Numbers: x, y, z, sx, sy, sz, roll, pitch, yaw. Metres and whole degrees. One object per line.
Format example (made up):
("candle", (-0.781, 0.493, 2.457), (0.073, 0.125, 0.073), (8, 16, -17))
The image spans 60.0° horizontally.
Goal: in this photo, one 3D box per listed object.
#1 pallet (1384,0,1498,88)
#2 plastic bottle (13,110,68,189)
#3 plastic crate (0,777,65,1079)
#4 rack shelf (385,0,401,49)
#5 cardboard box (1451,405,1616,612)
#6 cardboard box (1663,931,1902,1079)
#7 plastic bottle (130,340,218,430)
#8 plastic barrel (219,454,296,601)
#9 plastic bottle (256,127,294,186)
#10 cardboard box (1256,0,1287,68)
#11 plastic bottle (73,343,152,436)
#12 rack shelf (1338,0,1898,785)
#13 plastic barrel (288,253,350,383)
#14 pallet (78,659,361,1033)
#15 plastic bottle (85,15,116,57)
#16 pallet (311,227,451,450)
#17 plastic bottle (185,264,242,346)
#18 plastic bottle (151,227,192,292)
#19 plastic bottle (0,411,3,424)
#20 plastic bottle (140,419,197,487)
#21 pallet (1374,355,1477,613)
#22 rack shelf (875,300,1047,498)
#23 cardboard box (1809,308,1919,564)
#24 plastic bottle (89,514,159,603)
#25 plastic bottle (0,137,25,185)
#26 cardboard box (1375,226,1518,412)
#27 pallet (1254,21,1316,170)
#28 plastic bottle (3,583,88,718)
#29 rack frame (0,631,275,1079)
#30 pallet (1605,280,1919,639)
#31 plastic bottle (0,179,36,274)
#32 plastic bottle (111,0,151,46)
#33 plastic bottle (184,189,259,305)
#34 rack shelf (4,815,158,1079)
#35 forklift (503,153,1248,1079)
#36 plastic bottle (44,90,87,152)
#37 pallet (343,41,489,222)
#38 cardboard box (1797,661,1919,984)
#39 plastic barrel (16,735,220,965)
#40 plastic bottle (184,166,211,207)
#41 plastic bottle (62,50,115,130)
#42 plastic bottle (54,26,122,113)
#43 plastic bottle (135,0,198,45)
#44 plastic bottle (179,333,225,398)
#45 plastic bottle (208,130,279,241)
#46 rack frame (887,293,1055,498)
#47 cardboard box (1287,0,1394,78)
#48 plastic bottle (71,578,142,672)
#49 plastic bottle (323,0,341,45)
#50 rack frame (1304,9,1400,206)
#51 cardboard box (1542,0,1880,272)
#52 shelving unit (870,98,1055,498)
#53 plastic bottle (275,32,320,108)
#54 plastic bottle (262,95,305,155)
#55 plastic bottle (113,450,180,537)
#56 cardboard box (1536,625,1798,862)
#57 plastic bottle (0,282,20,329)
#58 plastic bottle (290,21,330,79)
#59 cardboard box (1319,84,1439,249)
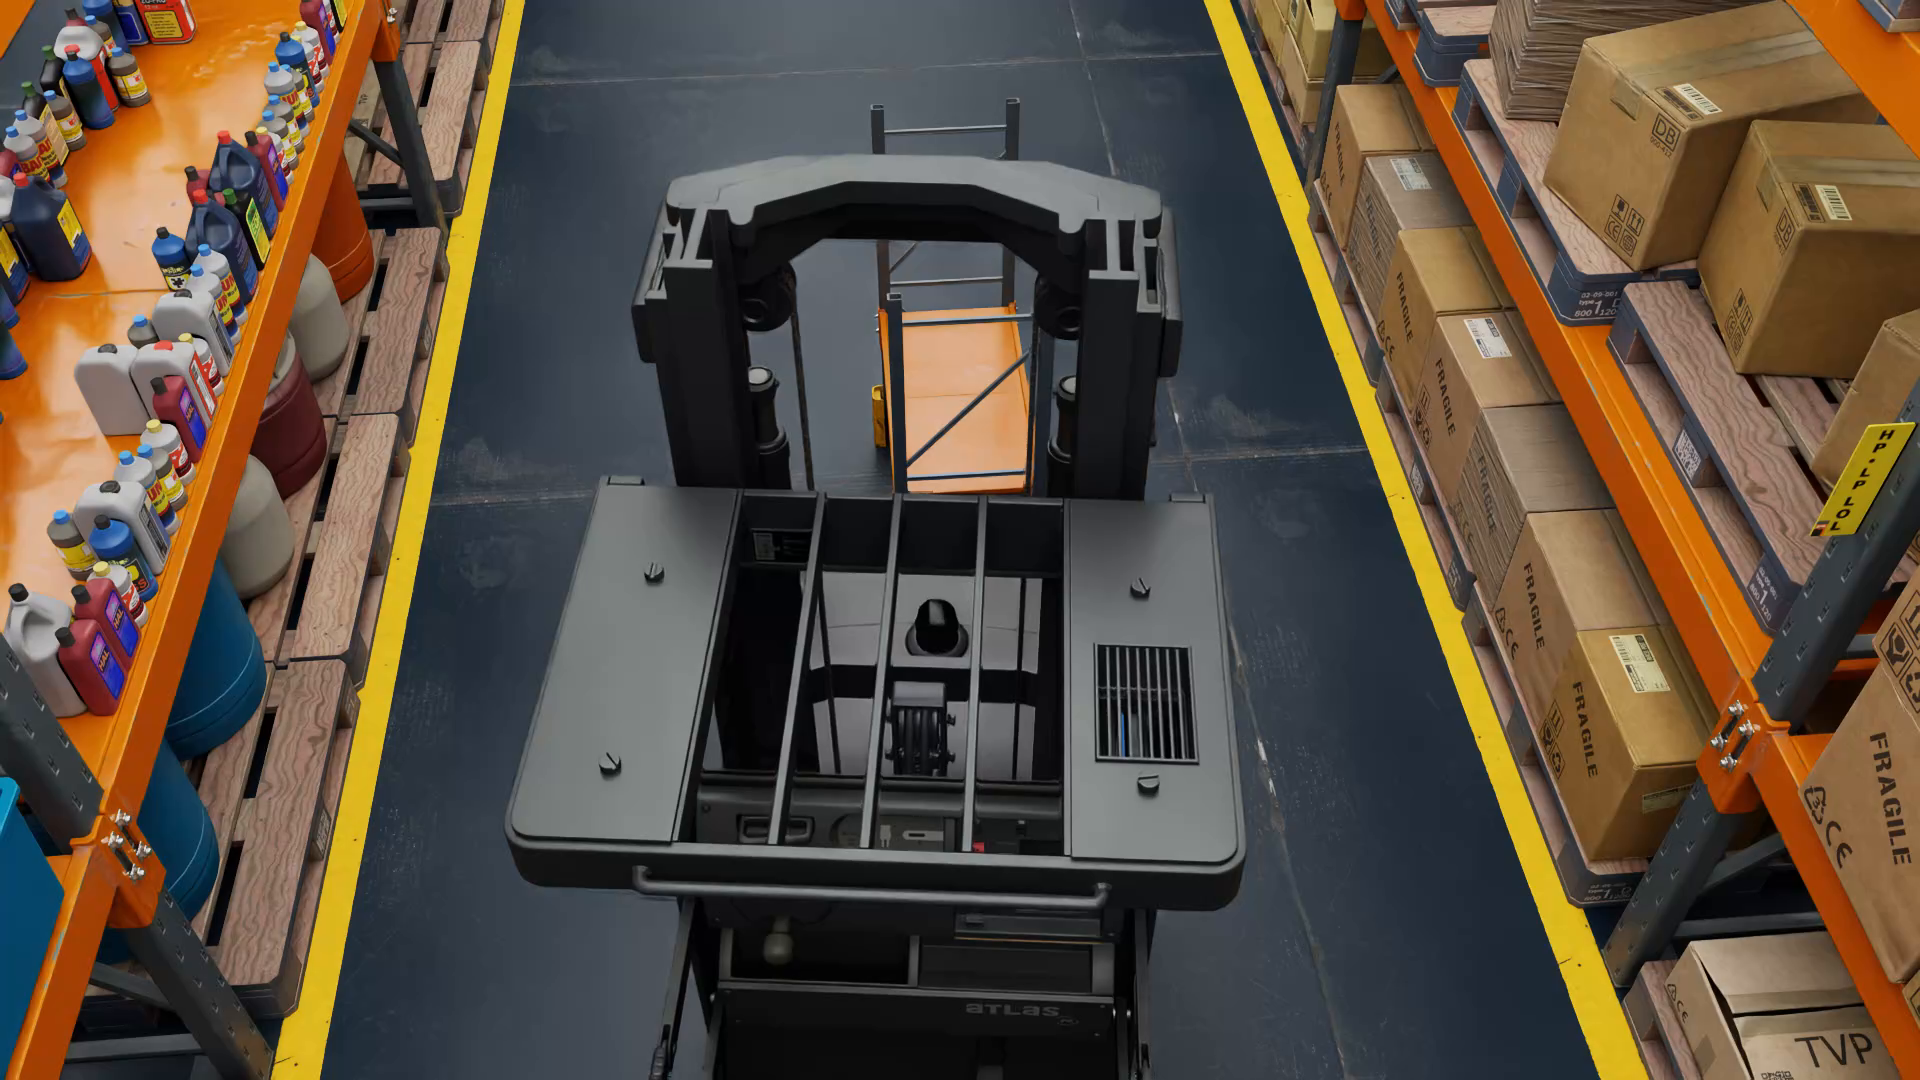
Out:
("pallet", (2.243, -2.104, 6.308), (1.213, 0.211, 1.003), (-3, 47, -3))
("plastic bottle", (-3.054, -1.297, 5.501), (0.097, 0.271, 0.097), (0, 47, 0))
("plastic crate", (-2.106, 0.839, 3.359), (0.392, 0.384, 0.575), (-3, 47, -3))
("rack shelf", (-2.988, -3.557, 8.048), (1.077, 0.370, 4.000), (-3, 47, -3))
("cardboard box", (2.049, -0.114, 5.711), (0.500, 0.500, 0.500), (-3, 47, -3))
("cardboard box", (2.271, 1.329, 4.475), (0.500, 0.311, 0.500), (-3, 47, -3))
("plastic bottle", (-2.222, -0.449, 4.694), (0.152, 0.276, 0.135), (-3, 47, -3))
("plastic barrel", (-2.531, -0.073, 5.678), (0.421, 0.512, 0.421), (0, 47, 0))
("plastic bottle", (-2.293, -1.278, 5.531), (0.097, 0.201, 0.097), (0, 47, 0))
("cardboard box", (1.782, -2.593, 8.244), (0.500, 0.250, 0.500), (-4, 47, -4))
("plastic bottle", (-2.374, -0.439, 4.686), (0.152, 0.276, 0.135), (-3, 47, -3))
("rack shelf", (2.283, -0.961, 5.590), (1.077, 0.370, 4.000), (-3, 47, -3))
("plastic barrel", (-2.626, -0.890, 6.451), (0.421, 0.512, 0.421), (0, 47, 0))
("pallet", (-2.508, 0.935, 5.219), (1.003, 0.211, 1.213), (-3, 47, -3))
("plastic bottle", (-3.116, -1.800, 6.026), (0.097, 0.201, 0.097), (0, 47, 0))
("pallet", (-2.713, -0.831, 6.891), (1.003, 0.211, 1.213), (-3, 47, -3))
("plastic bottle", (-2.224, -0.700, 4.936), (0.097, 0.271, 0.097), (0, 47, 0))
("plastic bottle", (-2.384, -0.832, 5.061), (0.097, 0.271, 0.097), (0, 47, 0))
("plastic bottle", (-2.802, -0.432, 4.682), (0.097, 0.271, 0.097), (0, 47, 0))
("plastic bottle", (-2.174, -0.244, 4.552), (0.097, 0.201, 0.097), (0, 47, 0))
("pallet", (2.240, -0.274, 6.364), (1.003, 0.211, 1.213), (-3, 47, -3))
("rack shelf", (-0.007, -0.454, 5.895), (0.538, 0.185, 1.000), (-3, 47, -3))
("cardboard box", (2.634, -0.297, 4.107), (0.700, 0.500, 0.500), (-18, 49, -16))
("plastic bottle", (-2.138, 0.040, 4.234), (0.097, 0.271, 0.097), (0, 47, 0))
("plastic bottle", (-3.055, -1.146, 5.349), (0.061, 0.283, 0.133), (-3, 47, -3))
("cardboard box", (1.956, -0.859, 6.416), (0.500, 0.500, 0.500), (-4, 47, -4))
("pallet", (2.086, -2.295, 8.278), (1.003, 0.211, 1.213), (-3, 47, -3))
("plastic bottle", (-2.195, 0.250, 3.981), (0.144, 0.351, 0.185), (-3, 47, -3))
("rack frame", (-2.485, 0.537, 3.676), (1.000, 3.000, 0.127), (-3, 47, -3))
("pallet", (2.493, -0.280, 4.582), (1.003, 0.211, 1.213), (-3, 47, -3))
("plastic bottle", (-2.990, -0.979, 5.196), (0.152, 0.276, 0.135), (-3, 47, -3))
("plastic bottle", (-3.106, -1.982, 6.147), (0.152, 0.276, 0.135), (-3, 47, -3))
("plastic bottle", (-2.267, -0.899, 5.069), (0.144, 0.351, 0.185), (-3, 47, -3))
("rack shelf", (-2.318, 2.231, 2.566), (1.077, 0.370, 4.000), (-3, 47, -3))
("forklift", (-0.109, 0.830, 3.445), (1.130, 2.935, 3.031), (2, 47, 2))
("plastic bottle", (-3.074, -1.439, 5.684), (0.097, 0.201, 0.097), (0, 47, 0))
("pallet", (-2.846, -1.961, 7.962), (1.003, 0.211, 1.213), (-3, 47, -3))
("cardboard box", (2.222, 0.589, 3.557), (0.500, 0.500, 0.500), (-2, 47, -2))
("plastic barrel", (-2.514, 0.719, 4.659), (0.600, 0.901, 0.708), (-3, 47, -3))
("plastic bottle", (-2.394, -1.081, 5.288), (0.061, 0.283, 0.133), (-3, 47, -3))
("plastic bottle", (-3.024, -1.564, 5.754), (0.097, 0.271, 0.097), (0, 47, 0))
("plastic bottle", (-3.067, -1.647, 5.829), (0.152, 0.276, 0.135), (-3, 47, -3))
("plastic bottle", (-2.955, -1.991, 6.155), (0.152, 0.276, 0.135), (-3, 47, -3))
("plastic bottle", (-2.204, -0.508, 4.802), (0.097, 0.201, 0.097), (0, 47, 0))
("plastic bottle", (-2.294, -1.129, 5.287), (0.144, 0.351, 0.185), (-3, 47, -3))
("rack frame", (0.035, -0.210, 5.416), (0.500, 1.500, 0.032), (-3, 47, -3))
("cardboard box", (1.827, -2.411, 7.686), (0.500, 0.311, 0.500), (-2, 47, -2))
("plastic bottle", (-2.102, 0.189, 4.085), (0.061, 0.283, 0.133), (-3, 47, -3))
("plastic bottle", (-2.370, -1.938, 6.156), (0.097, 0.201, 0.097), (0, 47, 0))
("rack frame", (2.116, -2.656, 6.699), (1.000, 3.000, 0.127), (-3, 47, -3))
("cardboard box", (2.242, -1.215, 4.977), (0.700, 0.500, 0.500), (-14, 48, -13))
("shelving unit", (-0.006, -0.571, 5.758), (0.587, 1.500, 1.083), (-3, 47, -3))
("plastic bottle", (-2.334, -1.654, 5.839), (0.097, 0.271, 0.097), (0, 47, 0))
("plastic bottle", (-2.310, -1.419, 5.664), (0.097, 0.201, 0.097), (0, 47, 0))
("plastic bottle", (-2.158, -0.127, 4.393), (0.097, 0.271, 0.097), (0, 47, 0))
("cardboard box", (2.124, 0.607, 5.028), (0.500, 0.500, 0.500), (-4, 47, -4))
("plastic bottle", (-2.931, -0.761, 4.994), (0.097, 0.271, 0.097), (0, 47, 0))
("plastic bottle", (-2.350, -1.771, 5.998), (0.097, 0.201, 0.097), (0, 47, 0))
("cardboard box", (1.869, -1.601, 7.119), (0.500, 0.500, 0.500), (-2, 47, -2))
